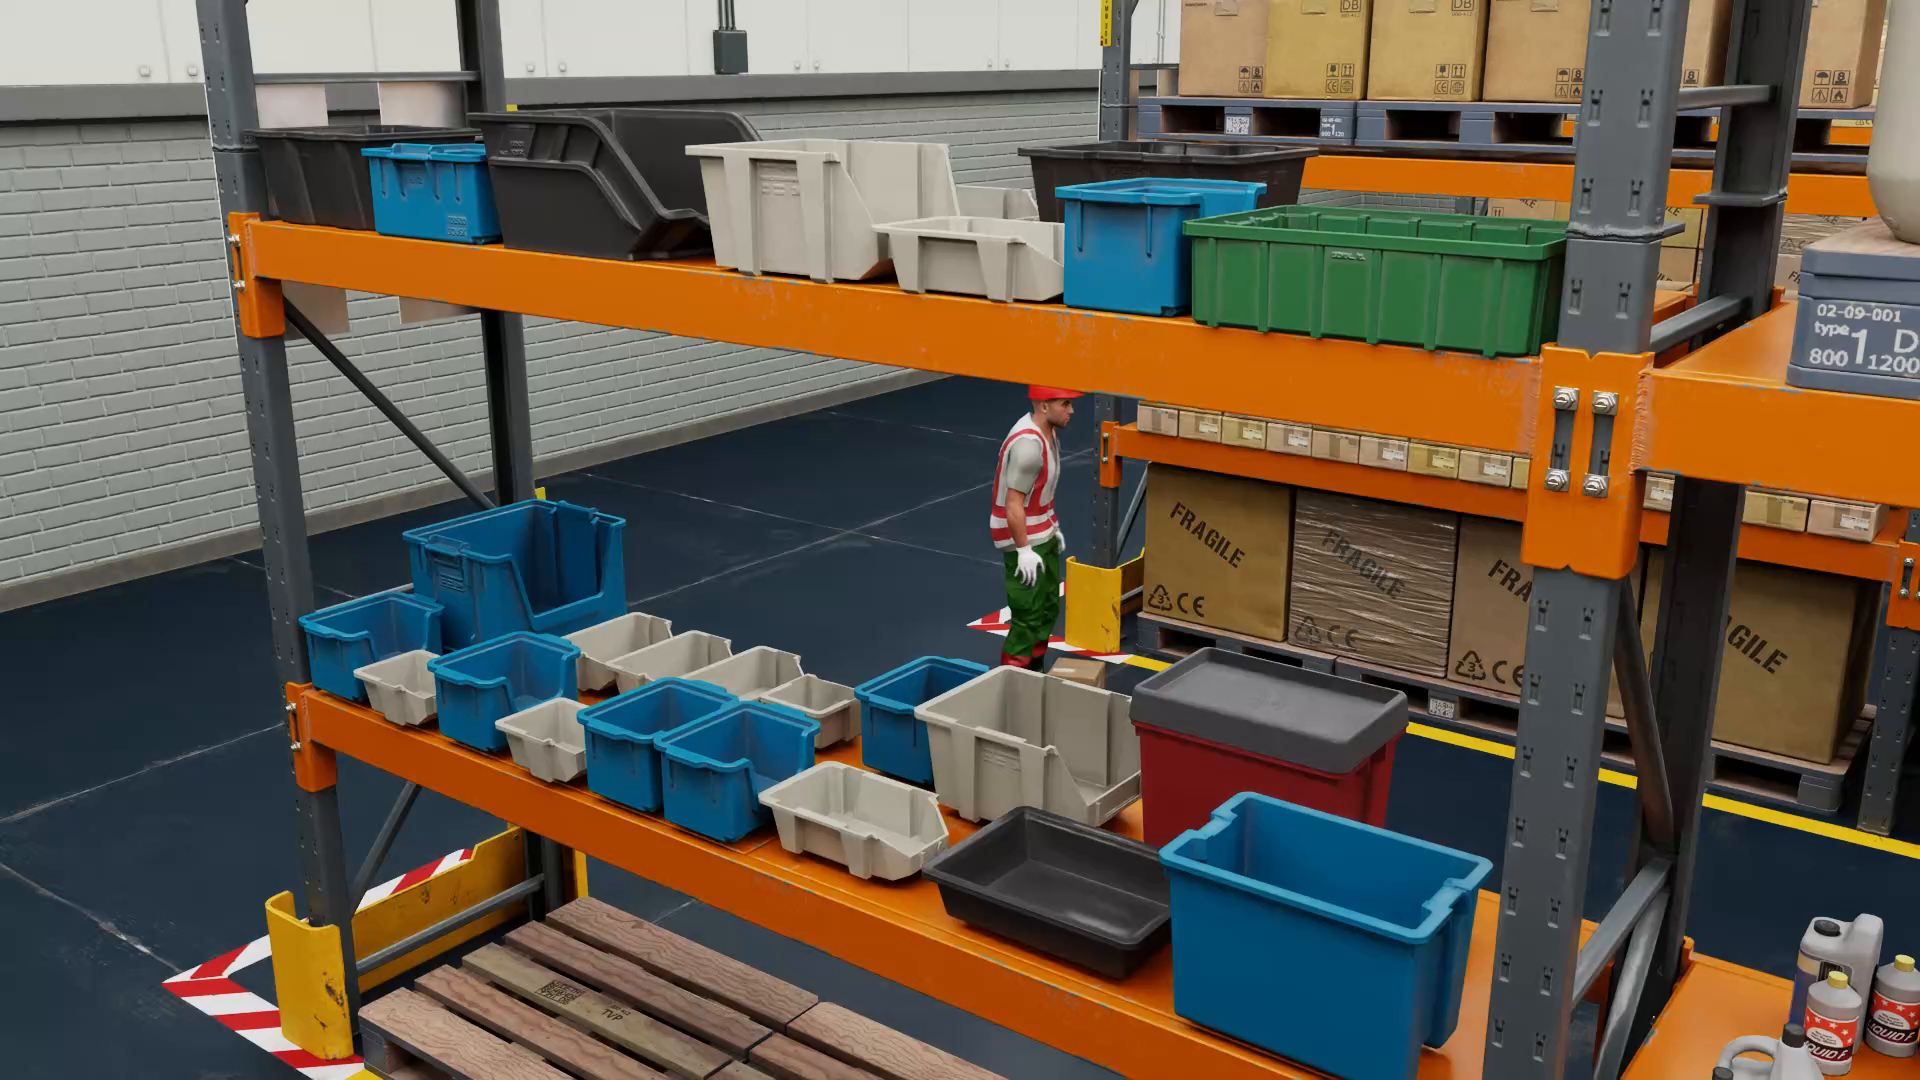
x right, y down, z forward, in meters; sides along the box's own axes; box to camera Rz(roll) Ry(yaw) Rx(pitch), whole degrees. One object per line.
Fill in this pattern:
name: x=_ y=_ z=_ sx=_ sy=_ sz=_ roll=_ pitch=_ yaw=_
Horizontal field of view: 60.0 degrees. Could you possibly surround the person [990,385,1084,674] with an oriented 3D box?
person: x=0.390 y=0.018 z=8.451 sx=0.447 sy=1.778 sz=0.620 roll=5 pitch=17 yaw=18
